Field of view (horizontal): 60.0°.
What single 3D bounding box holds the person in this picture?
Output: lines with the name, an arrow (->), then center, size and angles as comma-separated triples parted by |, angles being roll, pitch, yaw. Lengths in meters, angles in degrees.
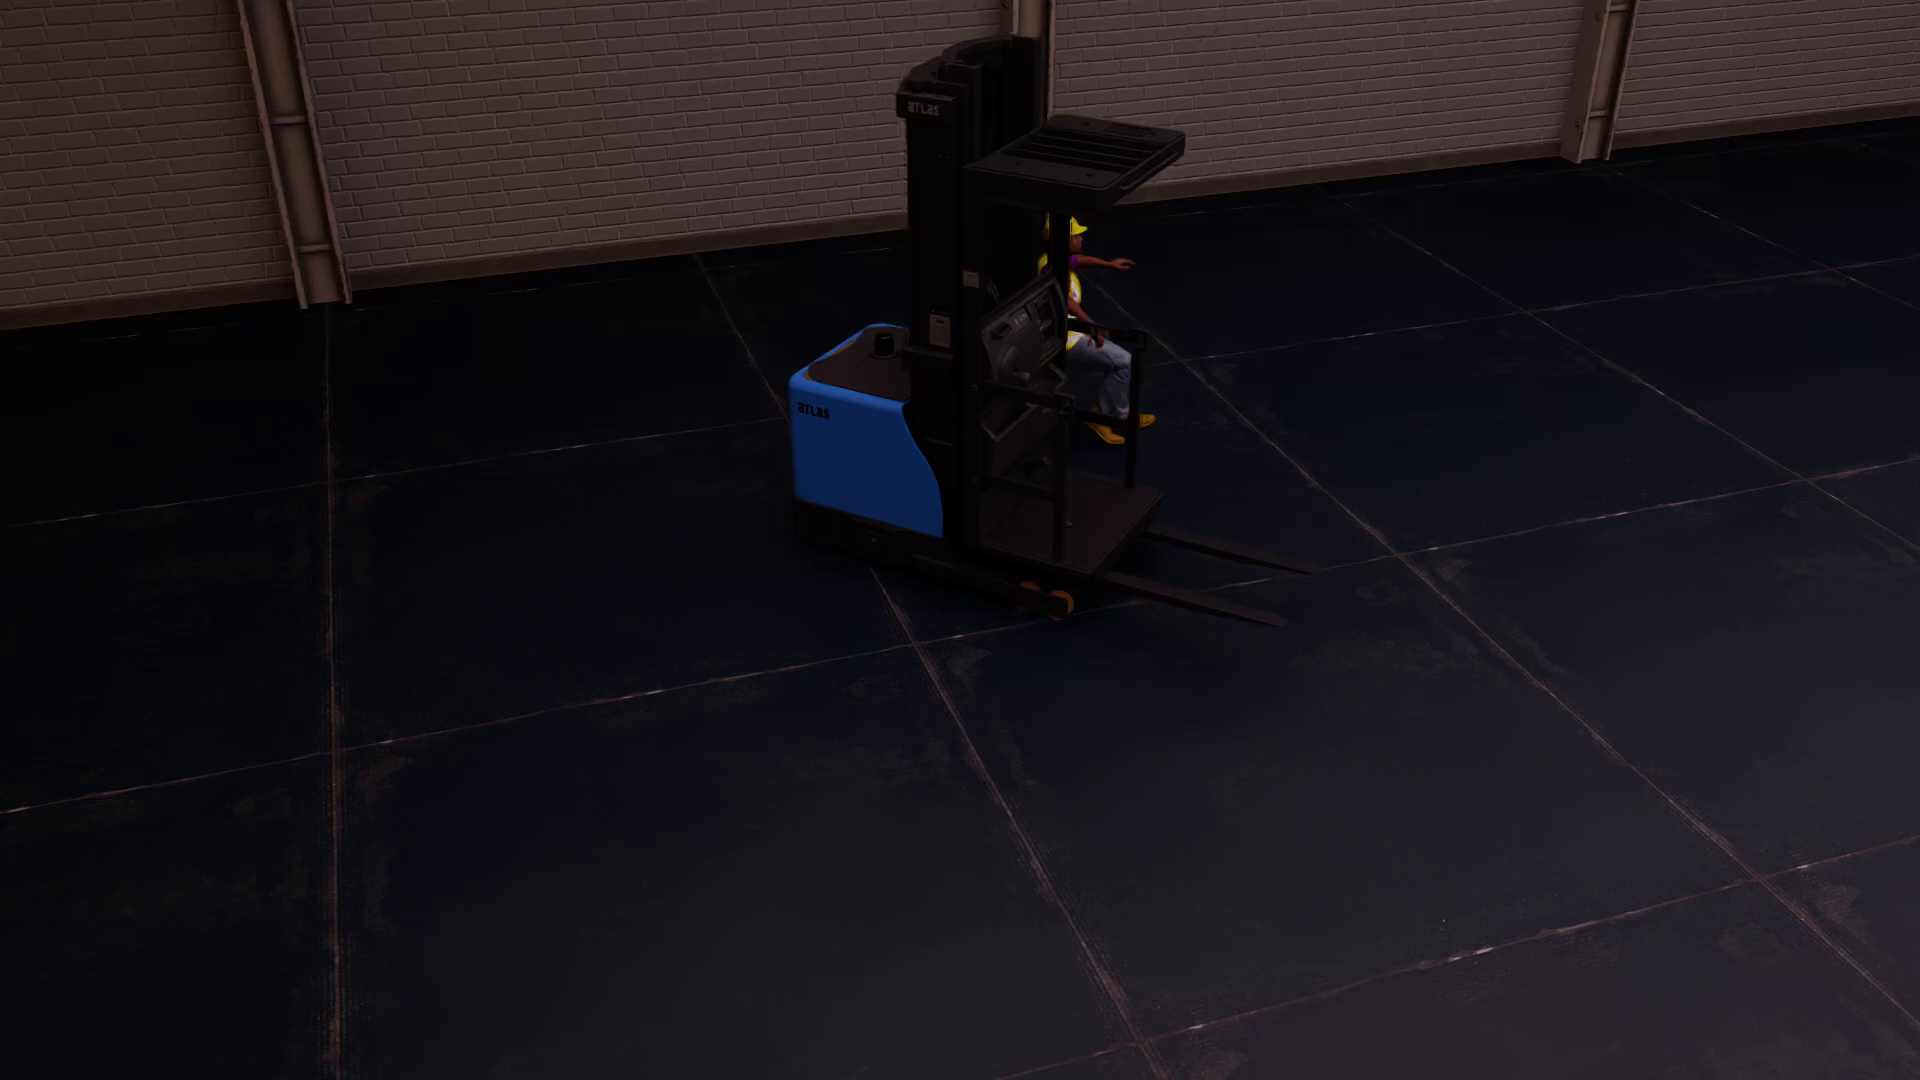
person -> 0.900, -1.368, 10.880 | 0.892, 1.534, 1.126 | -2, 30, -4

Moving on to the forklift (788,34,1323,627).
forklift -> 0.540, -1.127, 9.046 | 3.031, 2.935, 1.130 | 15, 33, 24
